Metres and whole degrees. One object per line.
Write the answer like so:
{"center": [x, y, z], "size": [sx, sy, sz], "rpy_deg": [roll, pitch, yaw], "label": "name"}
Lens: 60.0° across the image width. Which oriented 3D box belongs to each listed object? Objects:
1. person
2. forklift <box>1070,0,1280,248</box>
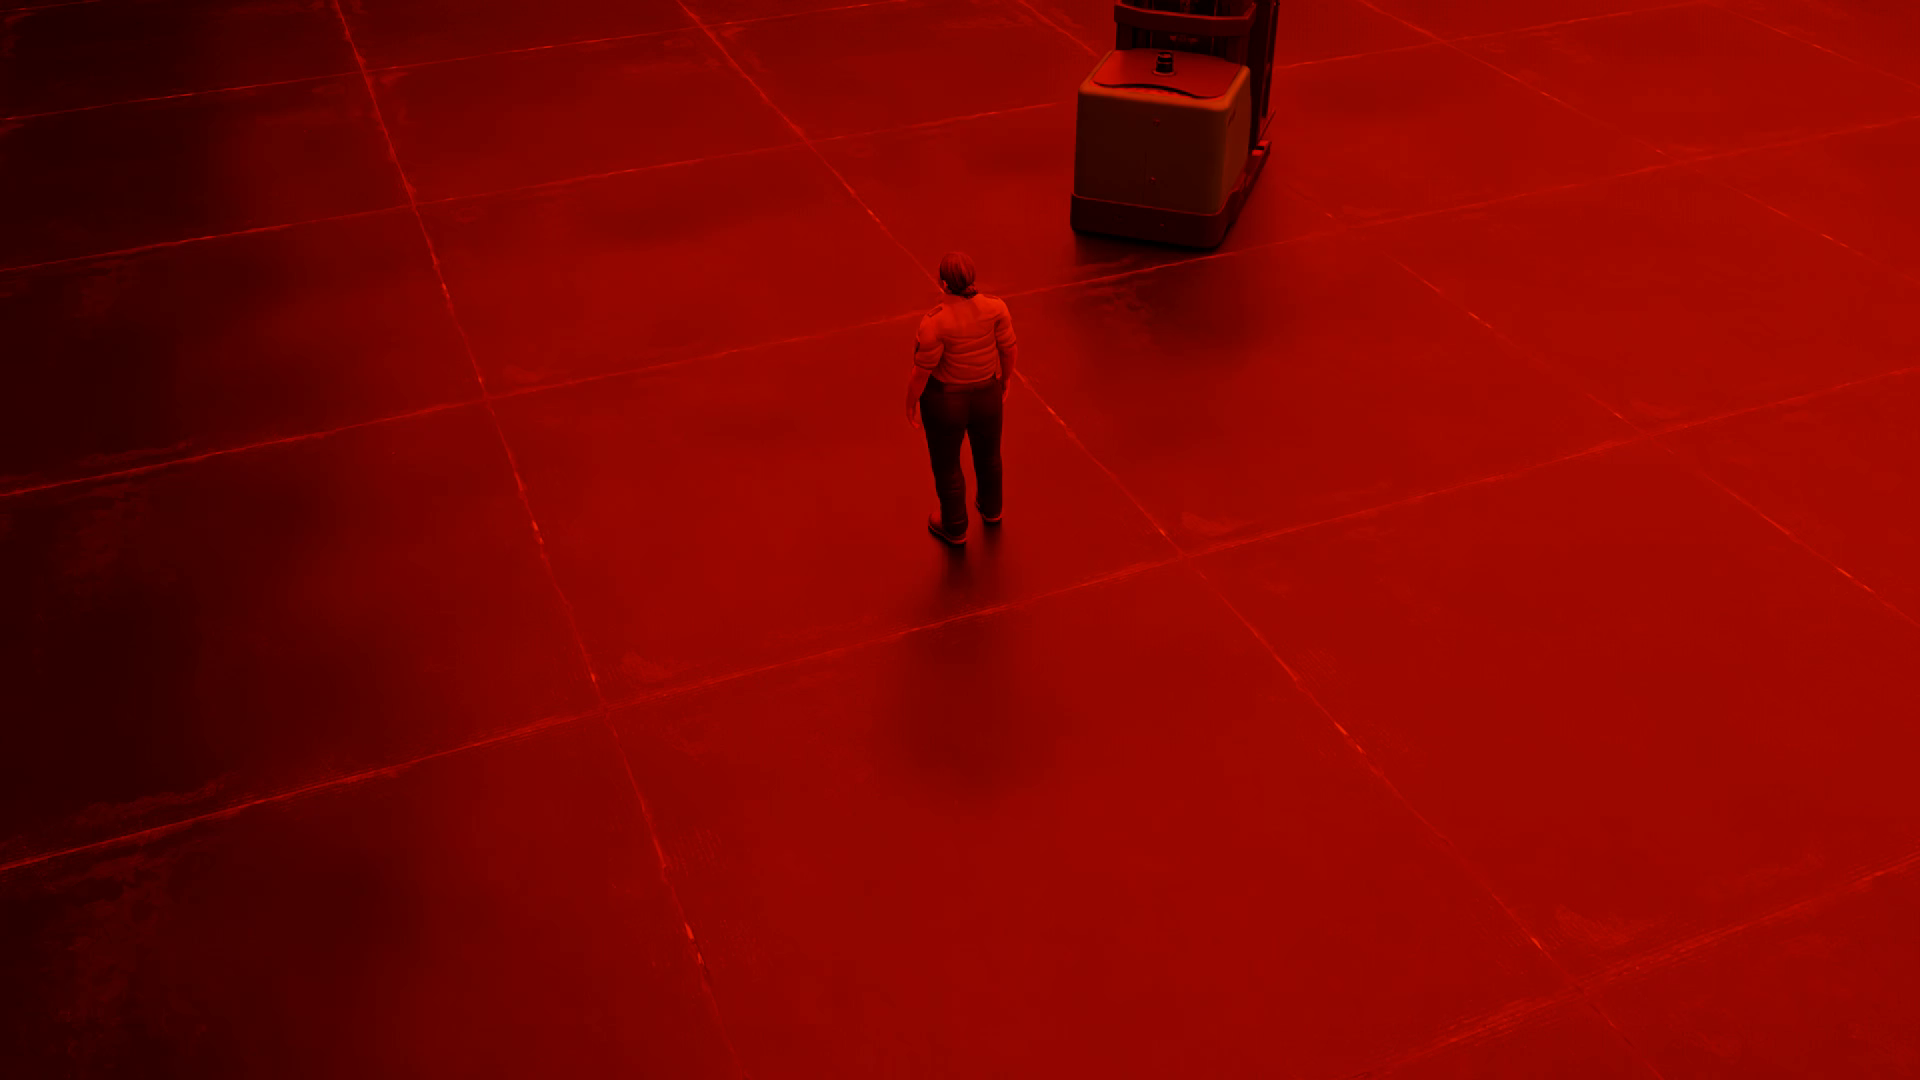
{"center": [-0.014, -0.726, 8.224], "size": [0.598, 1.641, 0.502], "rpy_deg": [-14, 38, -19], "label": "person"}
{"center": [1.732, -4.030, 11.766], "size": [1.130, 2.935, 3.031], "rpy_deg": [11, 37, 16], "label": "forklift"}
